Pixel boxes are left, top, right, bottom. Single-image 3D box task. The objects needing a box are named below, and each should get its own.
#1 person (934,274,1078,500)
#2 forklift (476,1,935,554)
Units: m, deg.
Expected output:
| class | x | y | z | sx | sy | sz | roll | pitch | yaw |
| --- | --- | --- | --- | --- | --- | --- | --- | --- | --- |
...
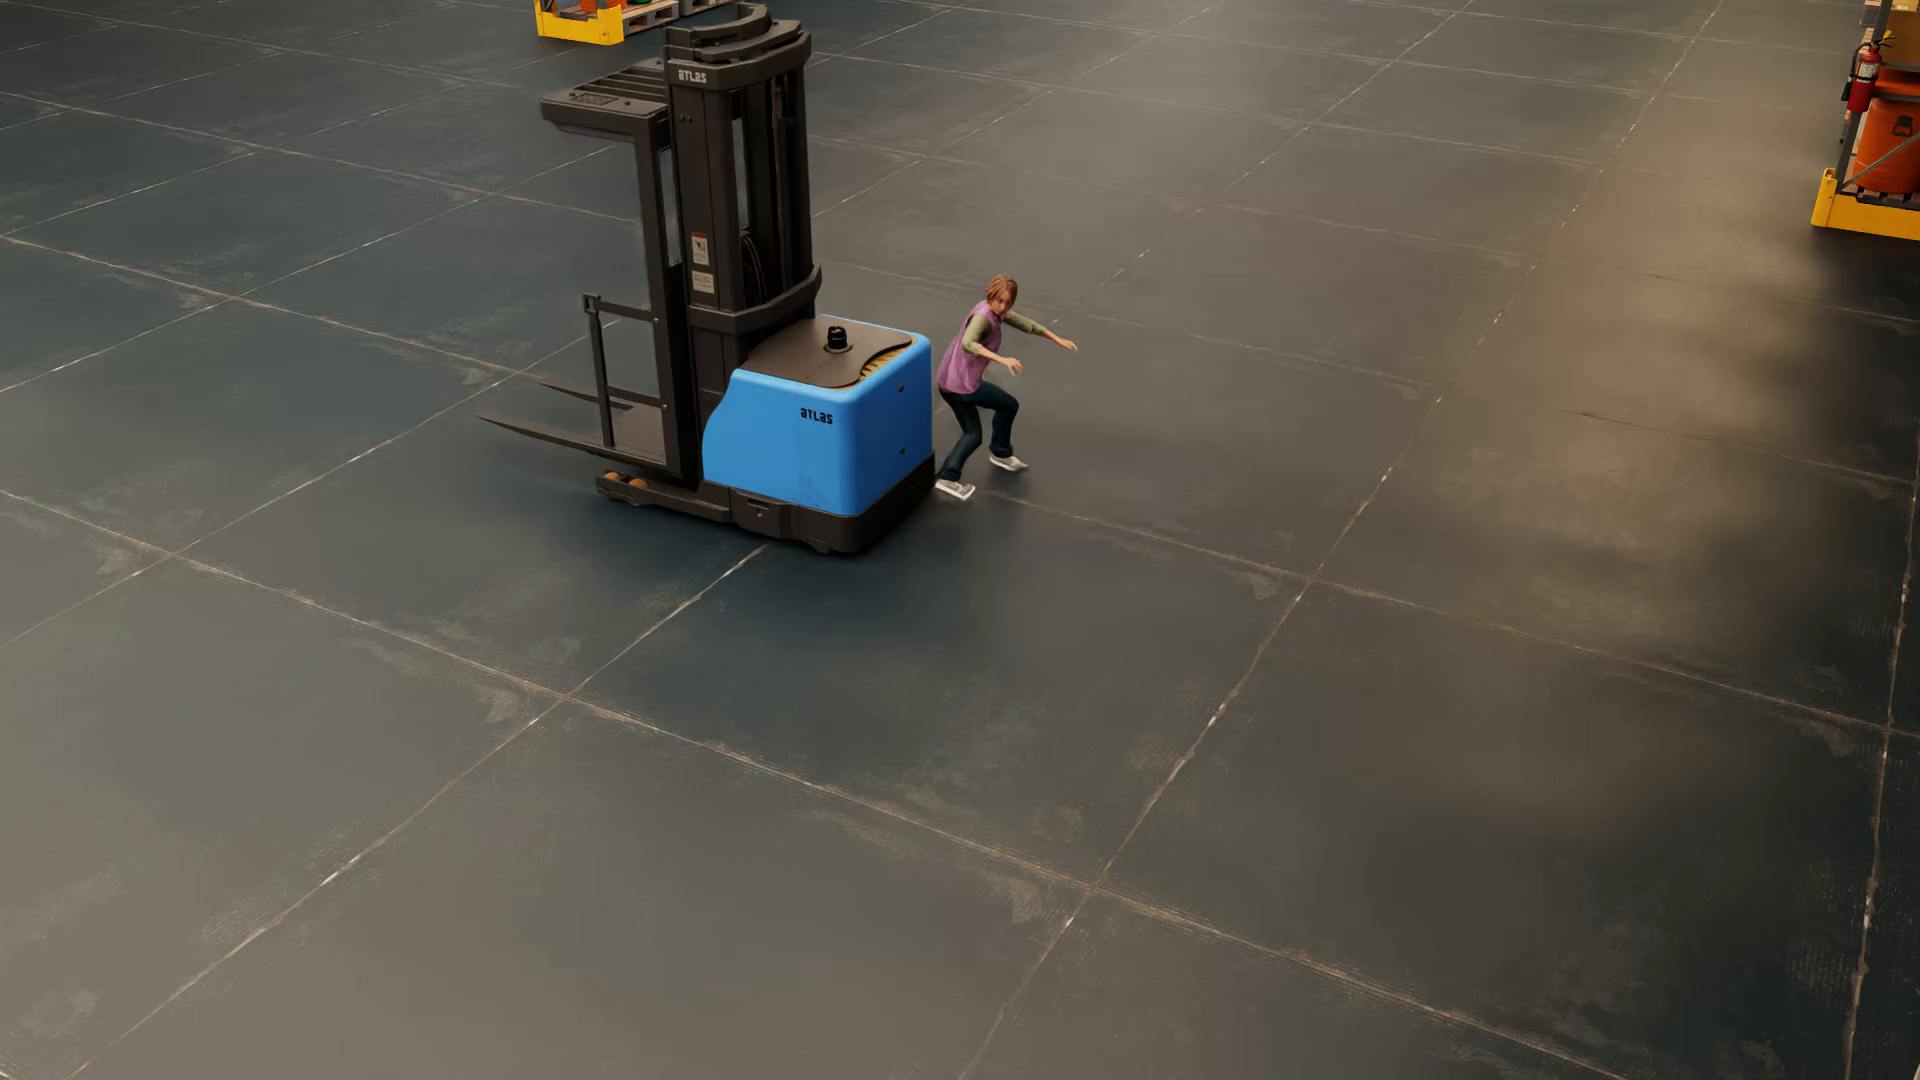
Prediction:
| class | x | y | z | sx | sy | sz | roll | pitch | yaw |
| --- | --- | --- | --- | --- | --- | --- | --- | --- | --- |
| person | 0.286 | -0.929 | 10.281 | 1.034 | 1.396 | 0.758 | -9 | 31 | -15 |
| forklift | -1.705 | -1.698 | 10.013 | 3.031 | 2.935 | 1.130 | 15 | 33 | 24 |
